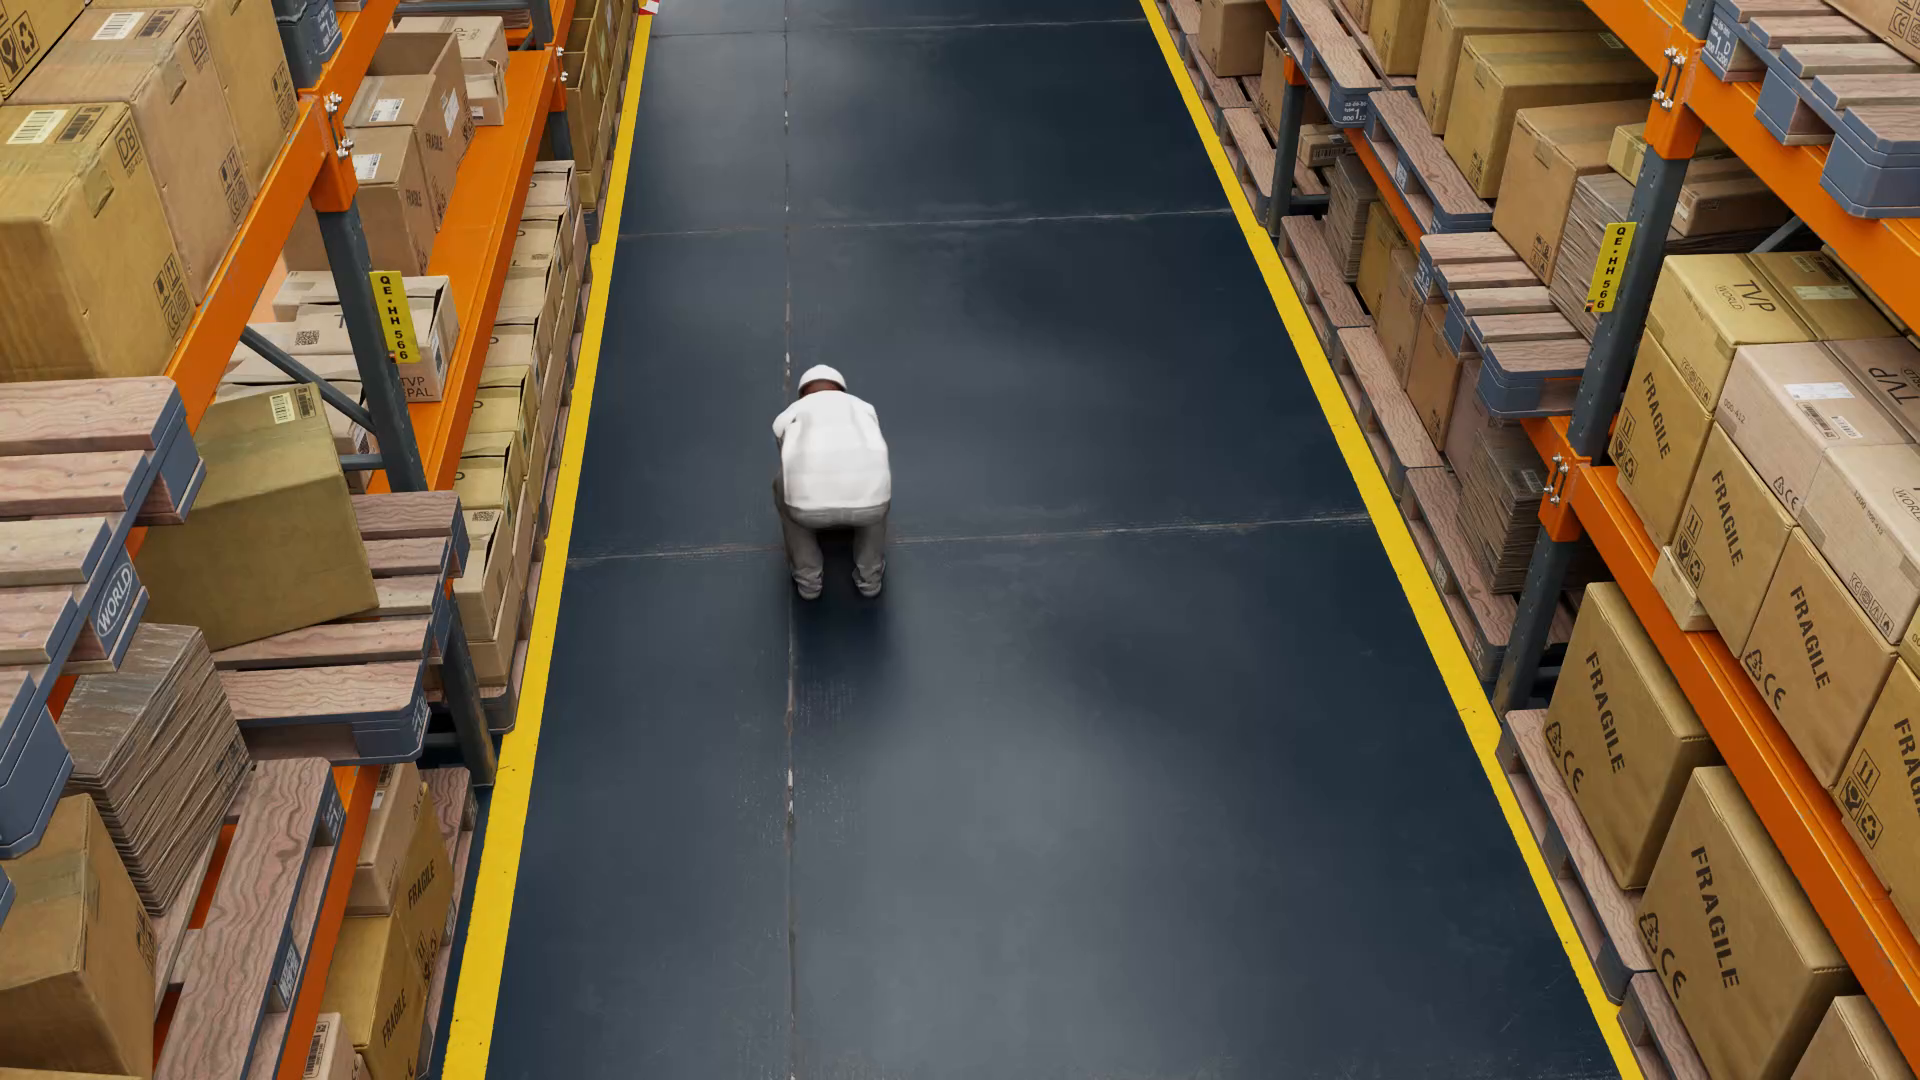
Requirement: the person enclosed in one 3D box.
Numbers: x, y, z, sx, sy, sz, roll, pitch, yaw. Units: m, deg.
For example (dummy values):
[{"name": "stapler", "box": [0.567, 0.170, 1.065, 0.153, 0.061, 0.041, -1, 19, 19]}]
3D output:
[{"name": "person", "box": [-0.559, -0.264, 7.216, 0.516, 0.861, 1.005, -4, 39, -5]}]
